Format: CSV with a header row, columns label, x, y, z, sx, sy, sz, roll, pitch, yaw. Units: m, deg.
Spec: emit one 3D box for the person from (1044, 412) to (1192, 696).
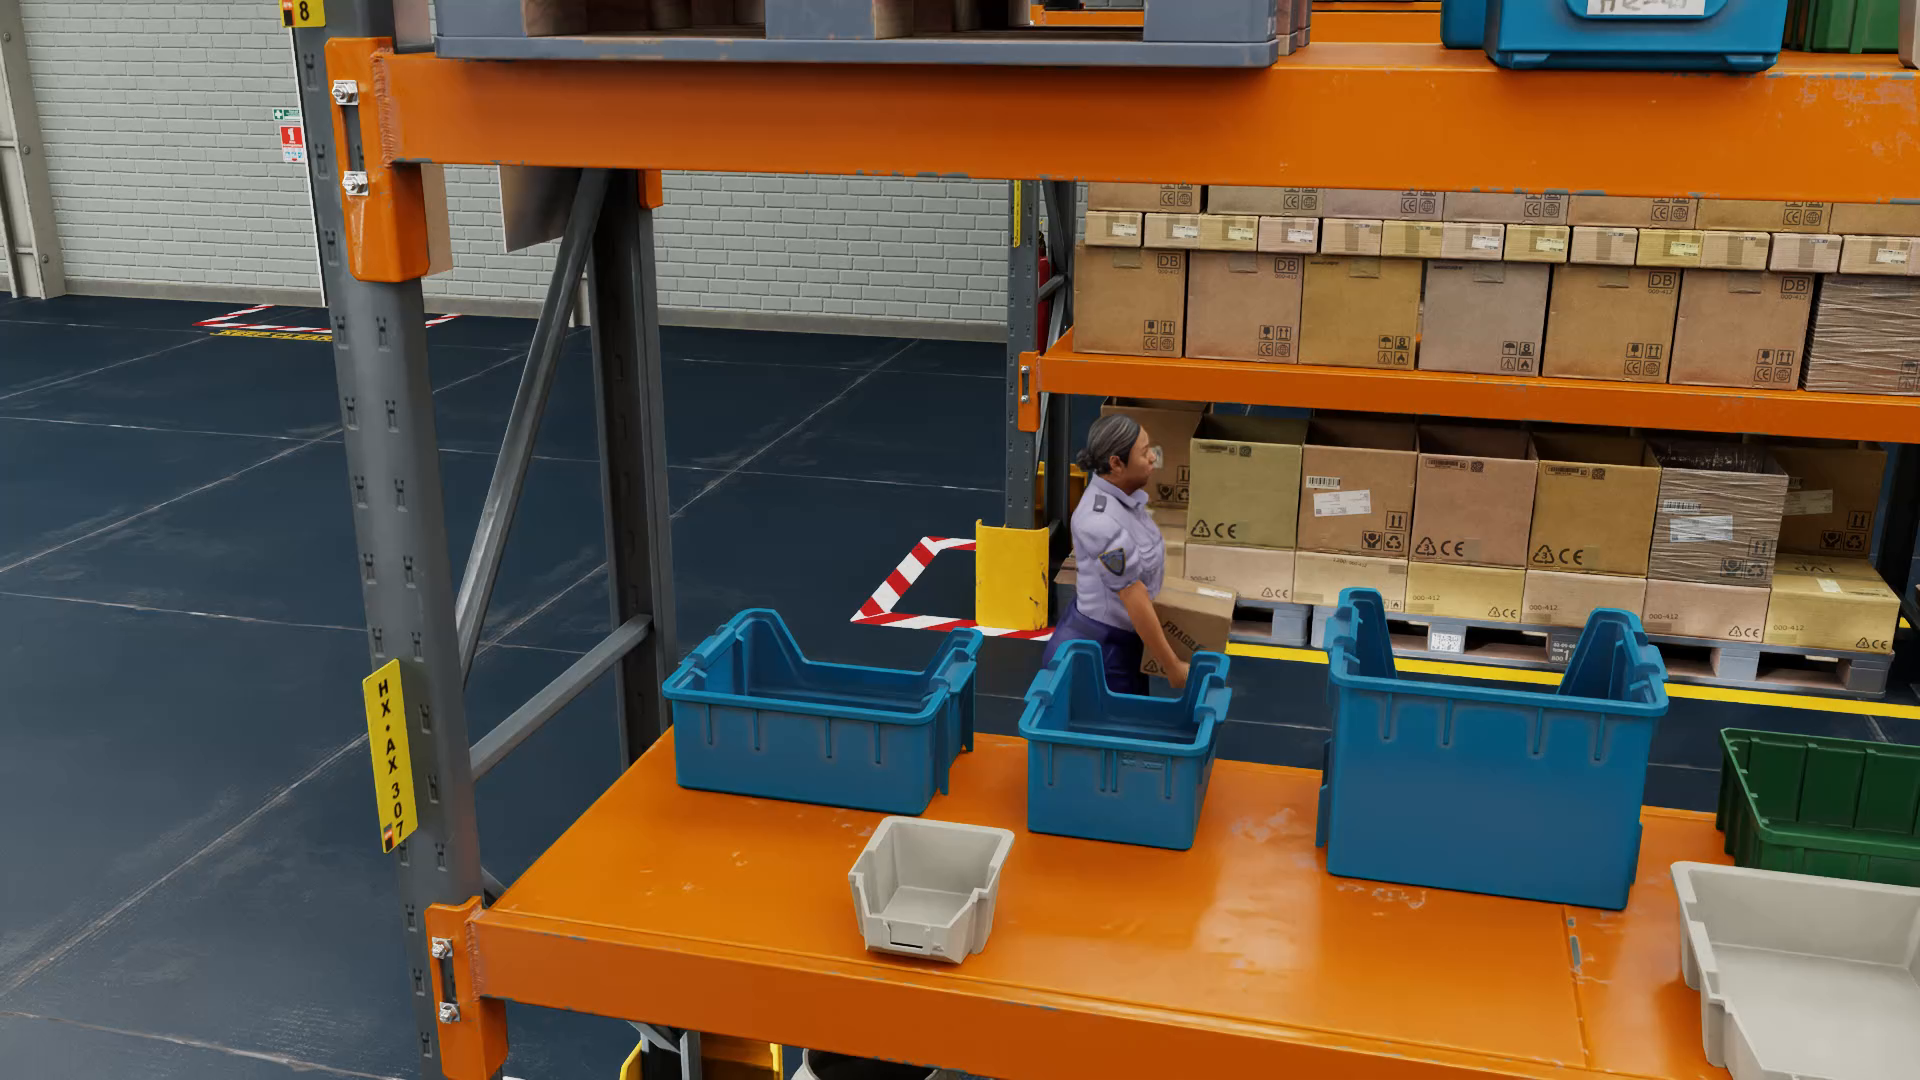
label,x,y,z,sx,sy,sz,roll,pitch,yaw
person,0.552,0.402,5.420,0.526,1.627,0.434,4,19,13
